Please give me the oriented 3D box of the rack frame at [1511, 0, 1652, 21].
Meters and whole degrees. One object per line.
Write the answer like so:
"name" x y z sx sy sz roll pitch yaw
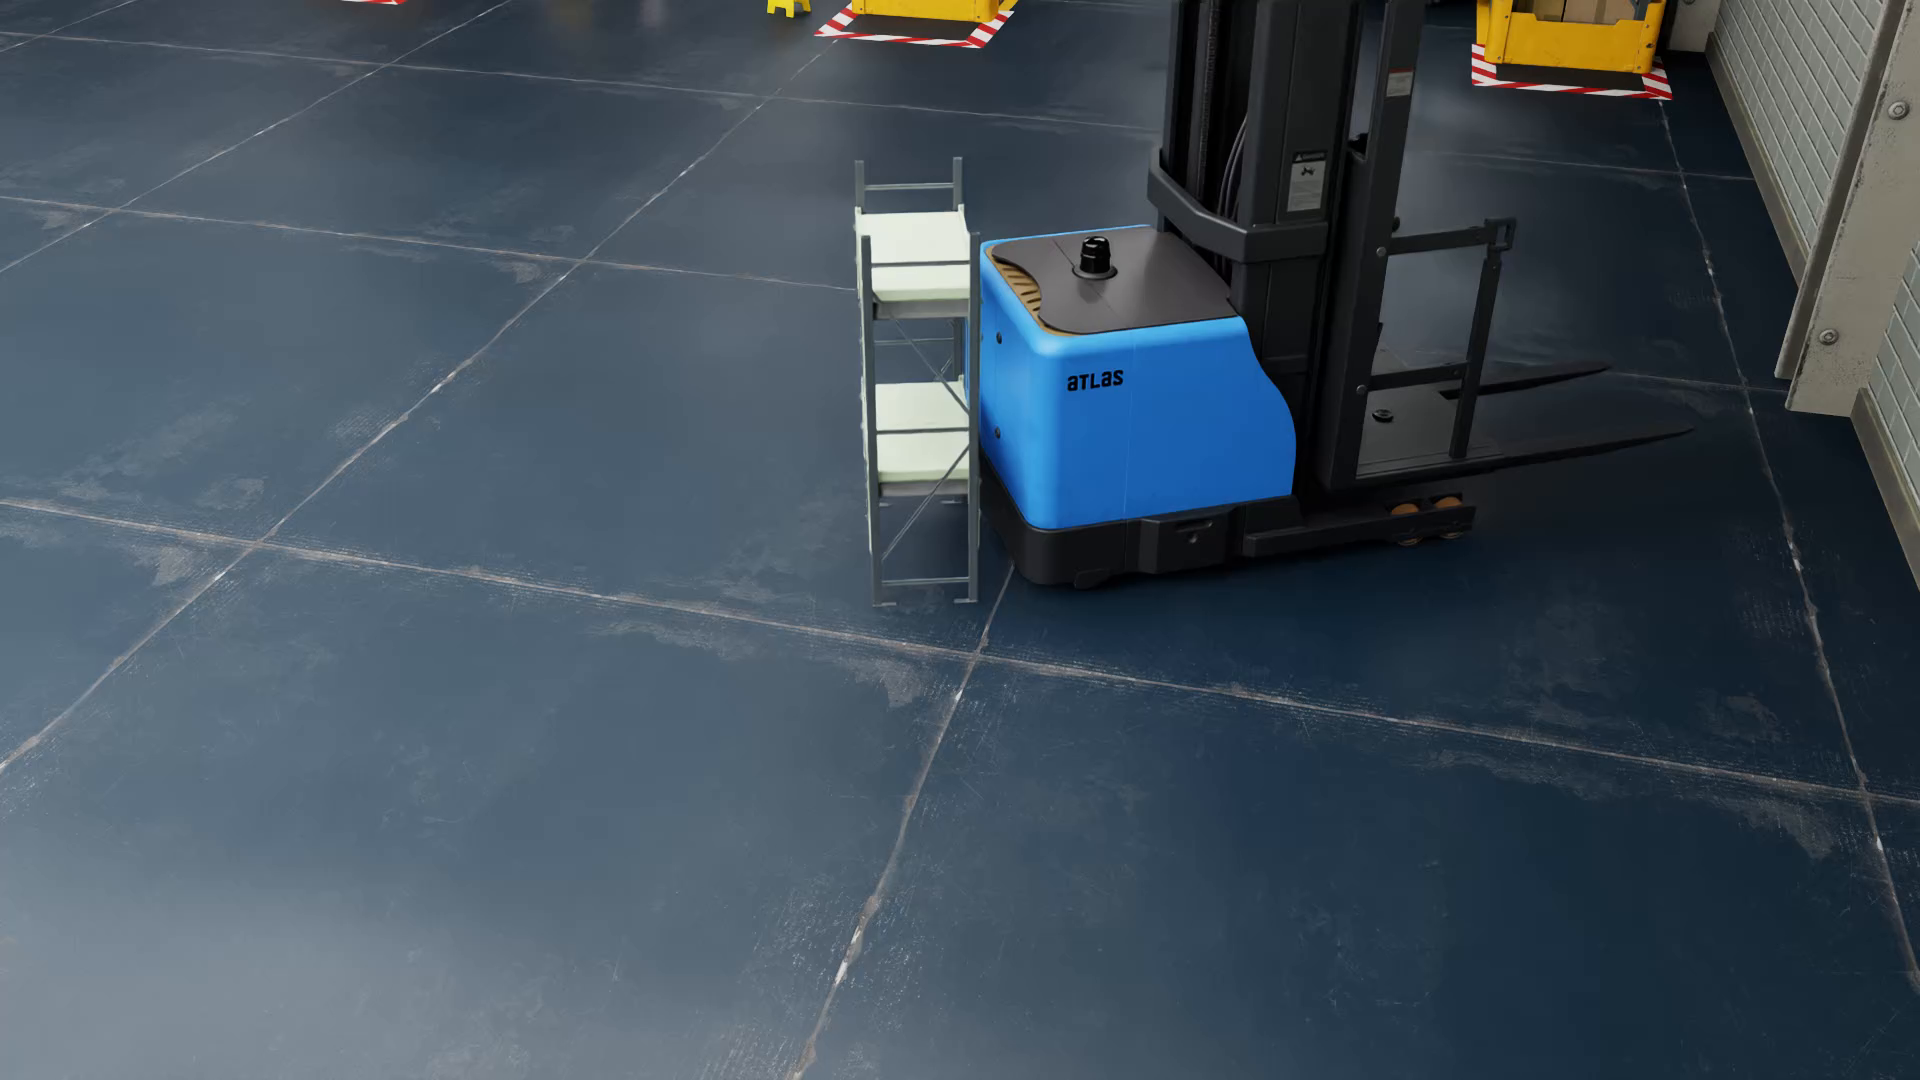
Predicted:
"rack frame" 4.500 -4.826 11.545 1.000 3.000 0.127 8 33 12

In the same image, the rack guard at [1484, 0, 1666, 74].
"rack guard" 4.494 -3.758 12.196 1.175 0.500 0.348 8 33 12

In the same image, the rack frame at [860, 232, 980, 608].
"rack frame" -0.133 -0.388 5.962 0.400 1.500 0.023 -2 33 -4

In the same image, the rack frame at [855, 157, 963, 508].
"rack frame" -0.191 -0.780 6.578 0.400 1.500 0.023 -2 33 -4

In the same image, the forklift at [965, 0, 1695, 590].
"forklift" 1.584 -1.479 6.344 3.031 2.935 1.130 -8 33 -13

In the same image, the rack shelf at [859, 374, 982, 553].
"rack shelf" -0.162 -0.309 6.445 0.431 0.370 0.720 -2 33 -4

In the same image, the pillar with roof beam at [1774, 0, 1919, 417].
"pillar with roof beam" -0.138 -5.068 6.335 9.100 9.000 0.400 8 33 12

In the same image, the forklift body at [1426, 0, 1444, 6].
"forklift body" 3.217 -5.700 13.711 2.313 2.155 1.214 8 33 12

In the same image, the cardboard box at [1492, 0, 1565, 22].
"cardboard box" 4.314 -4.129 12.621 0.500 0.250 0.500 8 33 13

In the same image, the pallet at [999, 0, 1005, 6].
"pallet" -0.042 -4.779 14.071 1.003 0.211 1.213 8 33 12

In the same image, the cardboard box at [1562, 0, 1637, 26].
"cardboard box" 4.814 -4.071 12.529 0.500 0.250 0.500 8 33 13

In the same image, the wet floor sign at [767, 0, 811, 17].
"wet floor sign" -1.385 -4.553 13.310 0.267 0.644 0.232 20 38 29

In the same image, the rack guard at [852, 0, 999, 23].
"rack guard" -0.283 -4.484 13.337 1.175 0.500 0.348 8 33 12

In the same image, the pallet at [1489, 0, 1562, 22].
"pallet" 4.654 -4.051 12.926 1.003 0.211 1.213 8 33 12

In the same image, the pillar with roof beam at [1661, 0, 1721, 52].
"pillar with roof beam" 1.385 -8.182 11.233 9.100 9.000 0.400 8 33 12

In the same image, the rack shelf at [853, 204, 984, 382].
"rack shelf" -0.162 -0.913 6.061 0.431 0.370 0.720 -2 33 -4

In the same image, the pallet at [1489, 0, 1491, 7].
"pallet" 4.966 -4.683 13.919 1.003 0.211 1.213 8 33 12

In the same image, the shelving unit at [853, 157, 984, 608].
"shelving unit" -0.162 -0.584 6.270 0.431 1.500 0.755 -2 33 -4
